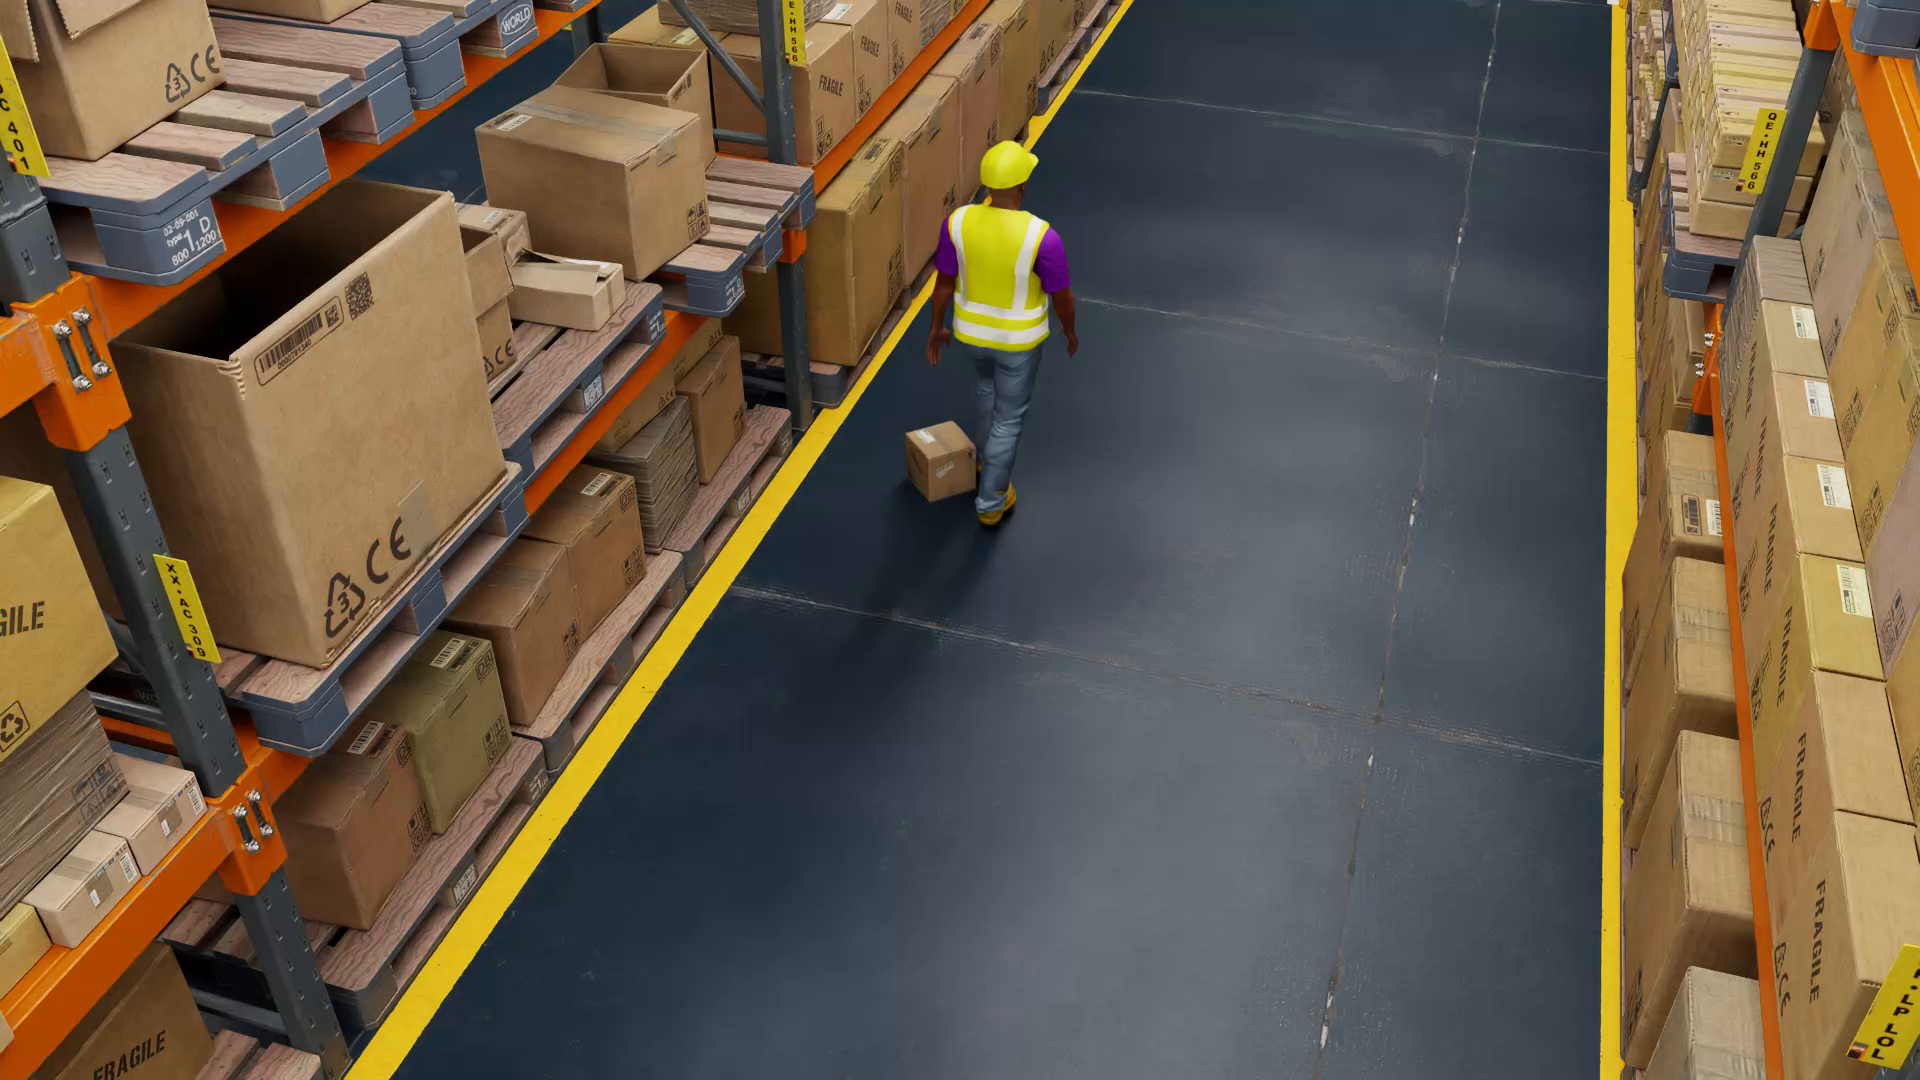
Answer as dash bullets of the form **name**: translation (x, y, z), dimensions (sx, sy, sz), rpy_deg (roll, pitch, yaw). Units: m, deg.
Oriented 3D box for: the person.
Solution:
- **person**: translation (0.187, -0.890, 7.327), dimensions (0.625, 1.818, 0.569), rpy_deg (17, 40, 21)
